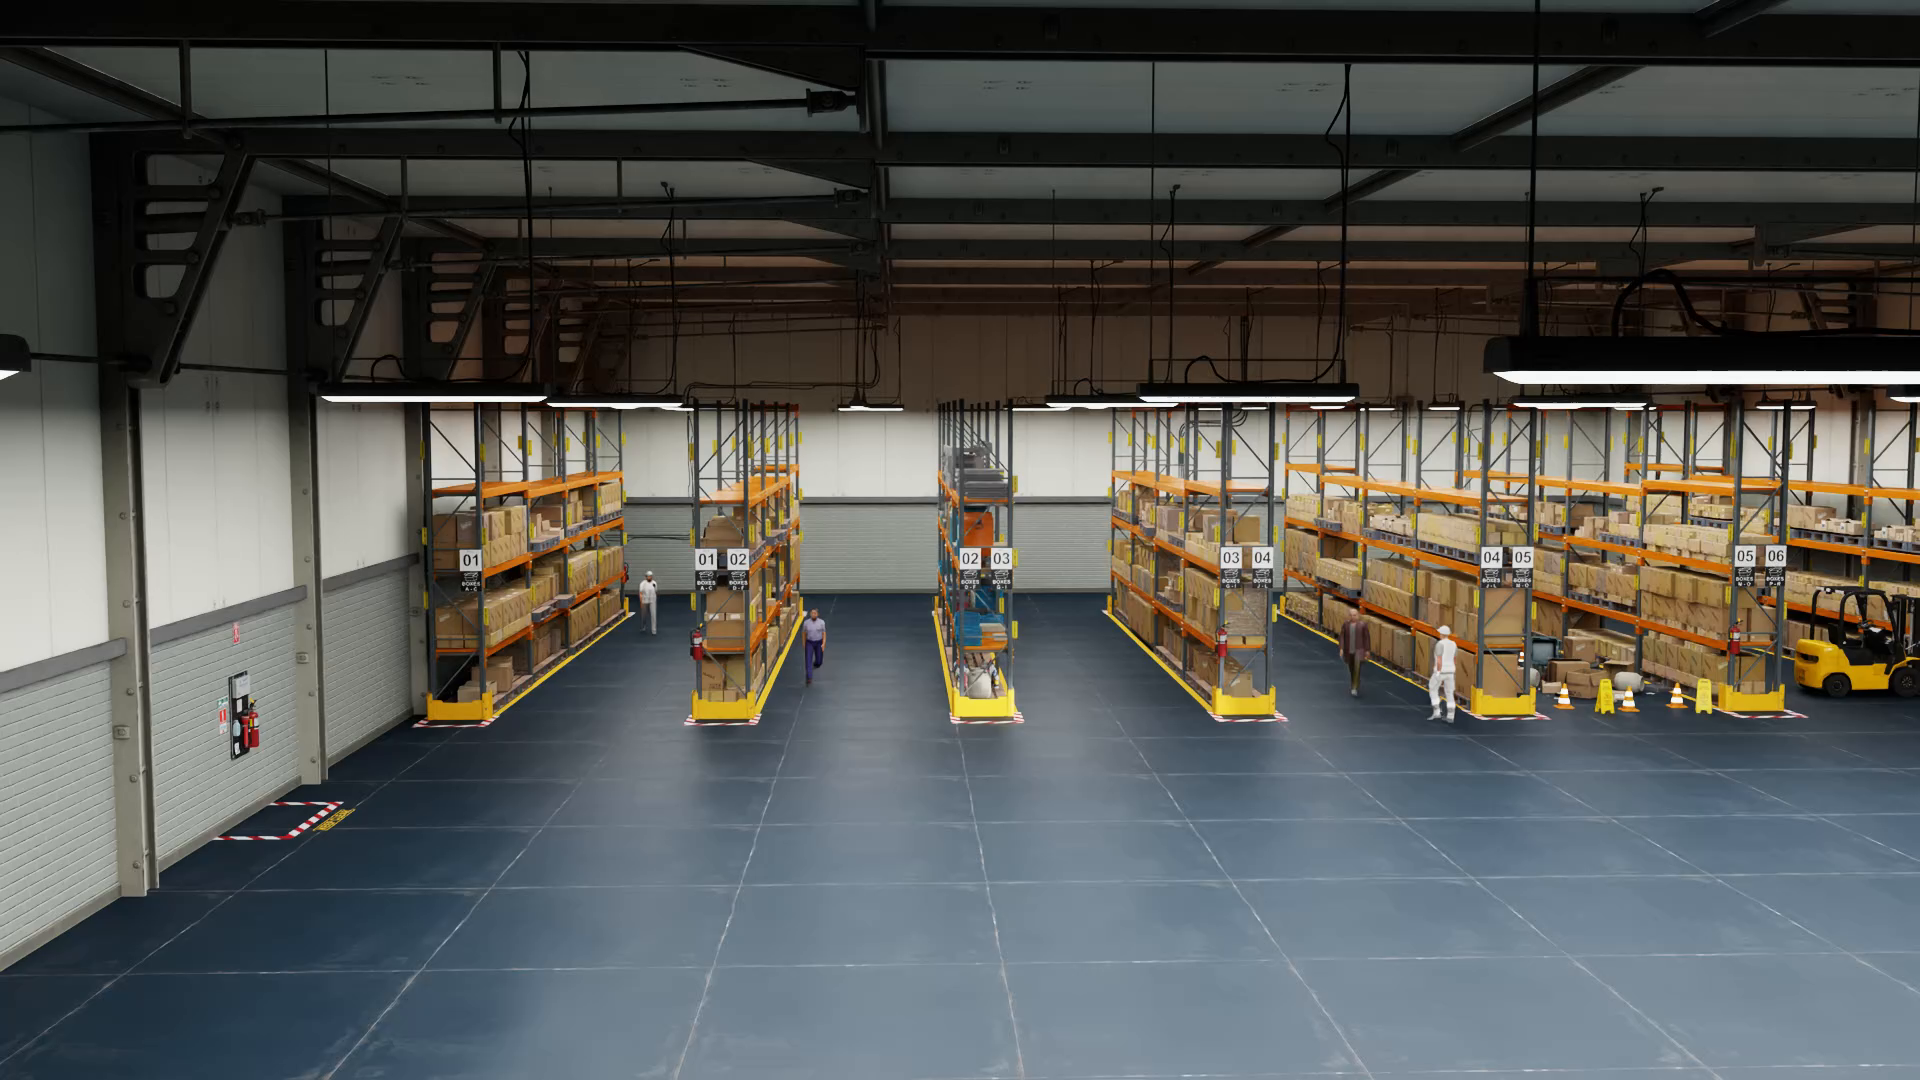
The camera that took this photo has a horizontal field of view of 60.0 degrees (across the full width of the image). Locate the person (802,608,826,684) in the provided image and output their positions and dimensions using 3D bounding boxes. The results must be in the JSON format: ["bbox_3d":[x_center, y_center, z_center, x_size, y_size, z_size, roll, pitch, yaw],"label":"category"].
[{"bbox_3d":[-3.081,2.219,35.196,0.507,1.562,1.004,-1,4,-15],"label":"person"}]

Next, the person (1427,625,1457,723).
[{"bbox_3d":[9.021,2.497,30.875,0.548,1.806,0.542,-1,4,-15],"label":"person"}]

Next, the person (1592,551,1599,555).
[{"bbox_3d":[18.784,1.135,49.217,0.471,1.656,0.610,4,6,45],"label":"person"}]

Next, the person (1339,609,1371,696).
[{"bbox_3d":[7.991,2.265,33.784,0.611,1.735,1.064,3,5,35],"label":"person"}]

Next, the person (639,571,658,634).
[{"bbox_3d":[-8.107,1.613,43.266,0.492,1.609,0.996,-1,4,-14],"label":"person"}]
